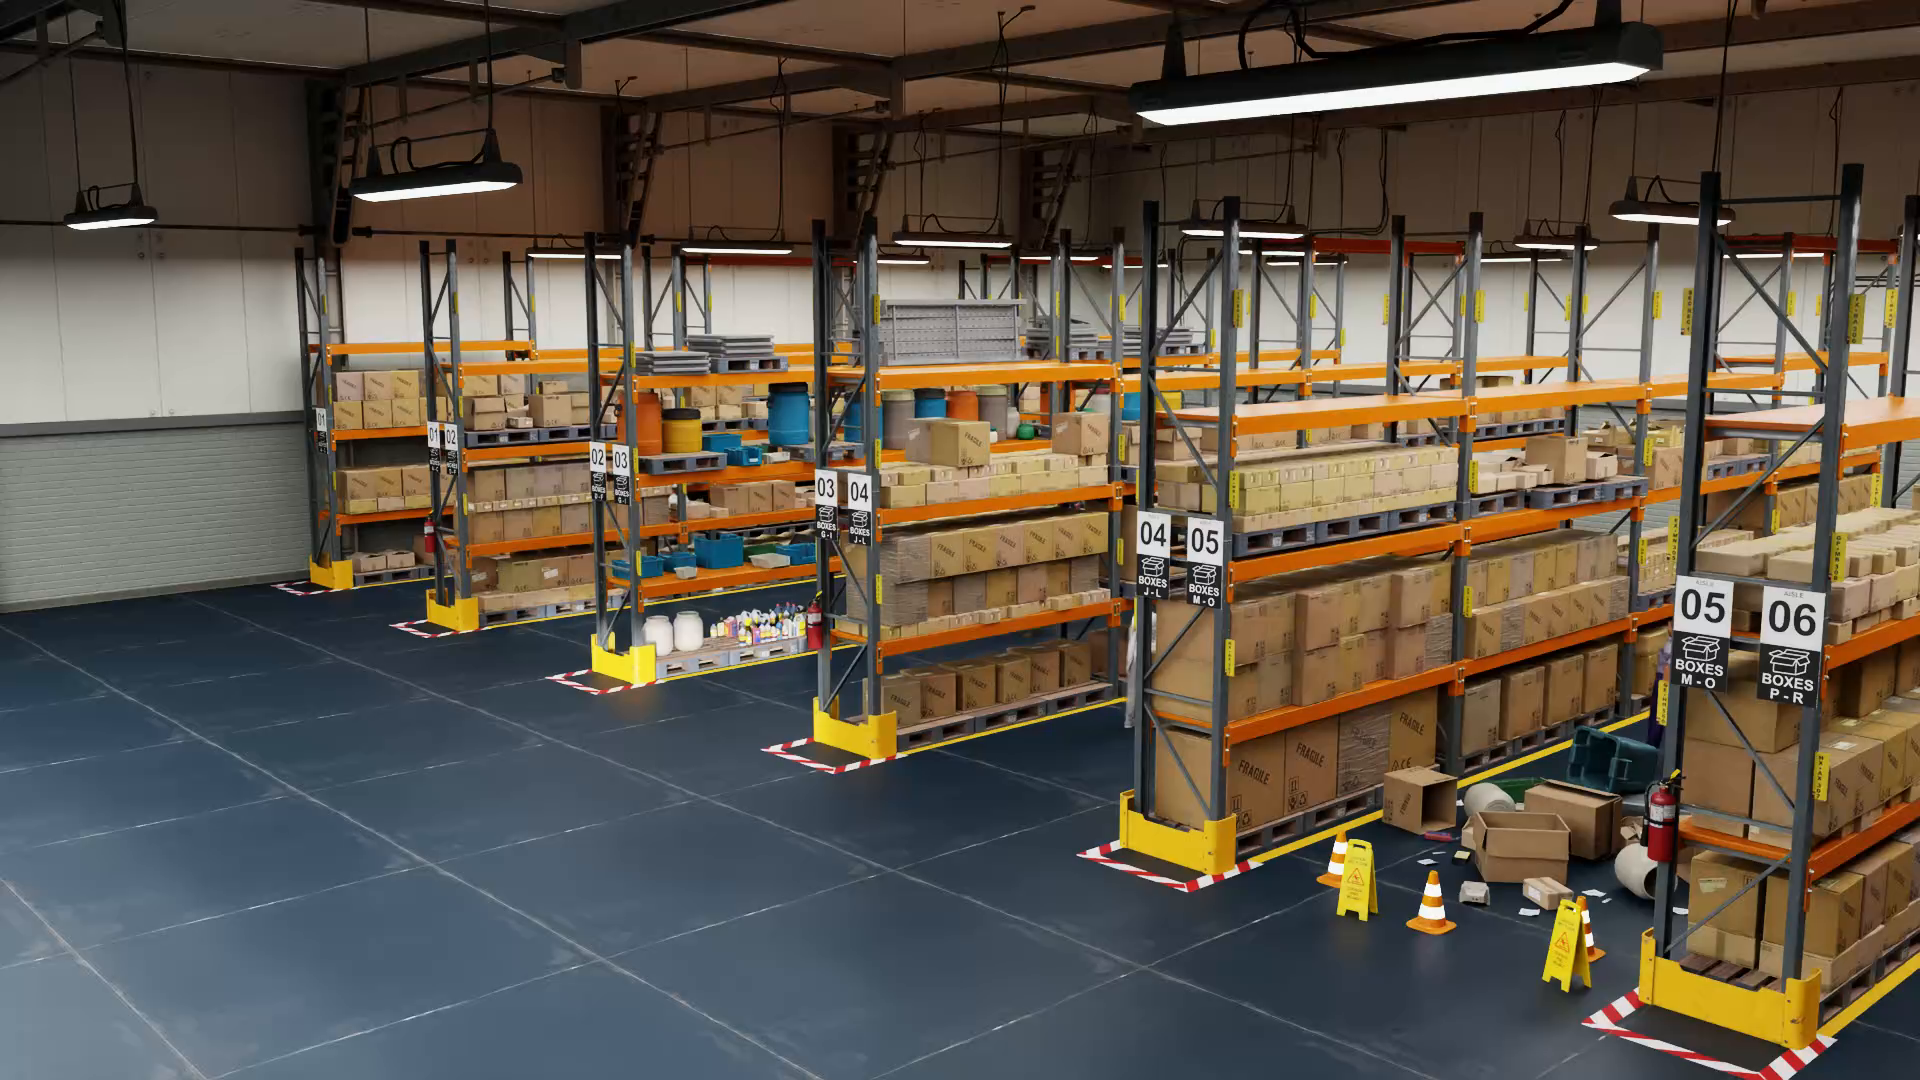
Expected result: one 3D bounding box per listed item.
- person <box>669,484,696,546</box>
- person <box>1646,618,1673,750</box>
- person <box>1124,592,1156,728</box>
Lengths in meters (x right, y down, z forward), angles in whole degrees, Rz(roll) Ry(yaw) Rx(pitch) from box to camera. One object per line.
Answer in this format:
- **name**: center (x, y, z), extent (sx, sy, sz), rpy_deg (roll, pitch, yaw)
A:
- **person**: center (-5.242, -0.285, 31.350), extent (0.683, 1.749, 0.606), rpy_deg (3, 9, 21)
- **person**: center (7.954, 1.644, 18.571), extent (0.463, 1.641, 0.655), rpy_deg (-1, 8, -5)
- **person**: center (2.192, 1.437, 19.932), extent (0.487, 1.695, 0.360), rpy_deg (-3, 9, -18)
